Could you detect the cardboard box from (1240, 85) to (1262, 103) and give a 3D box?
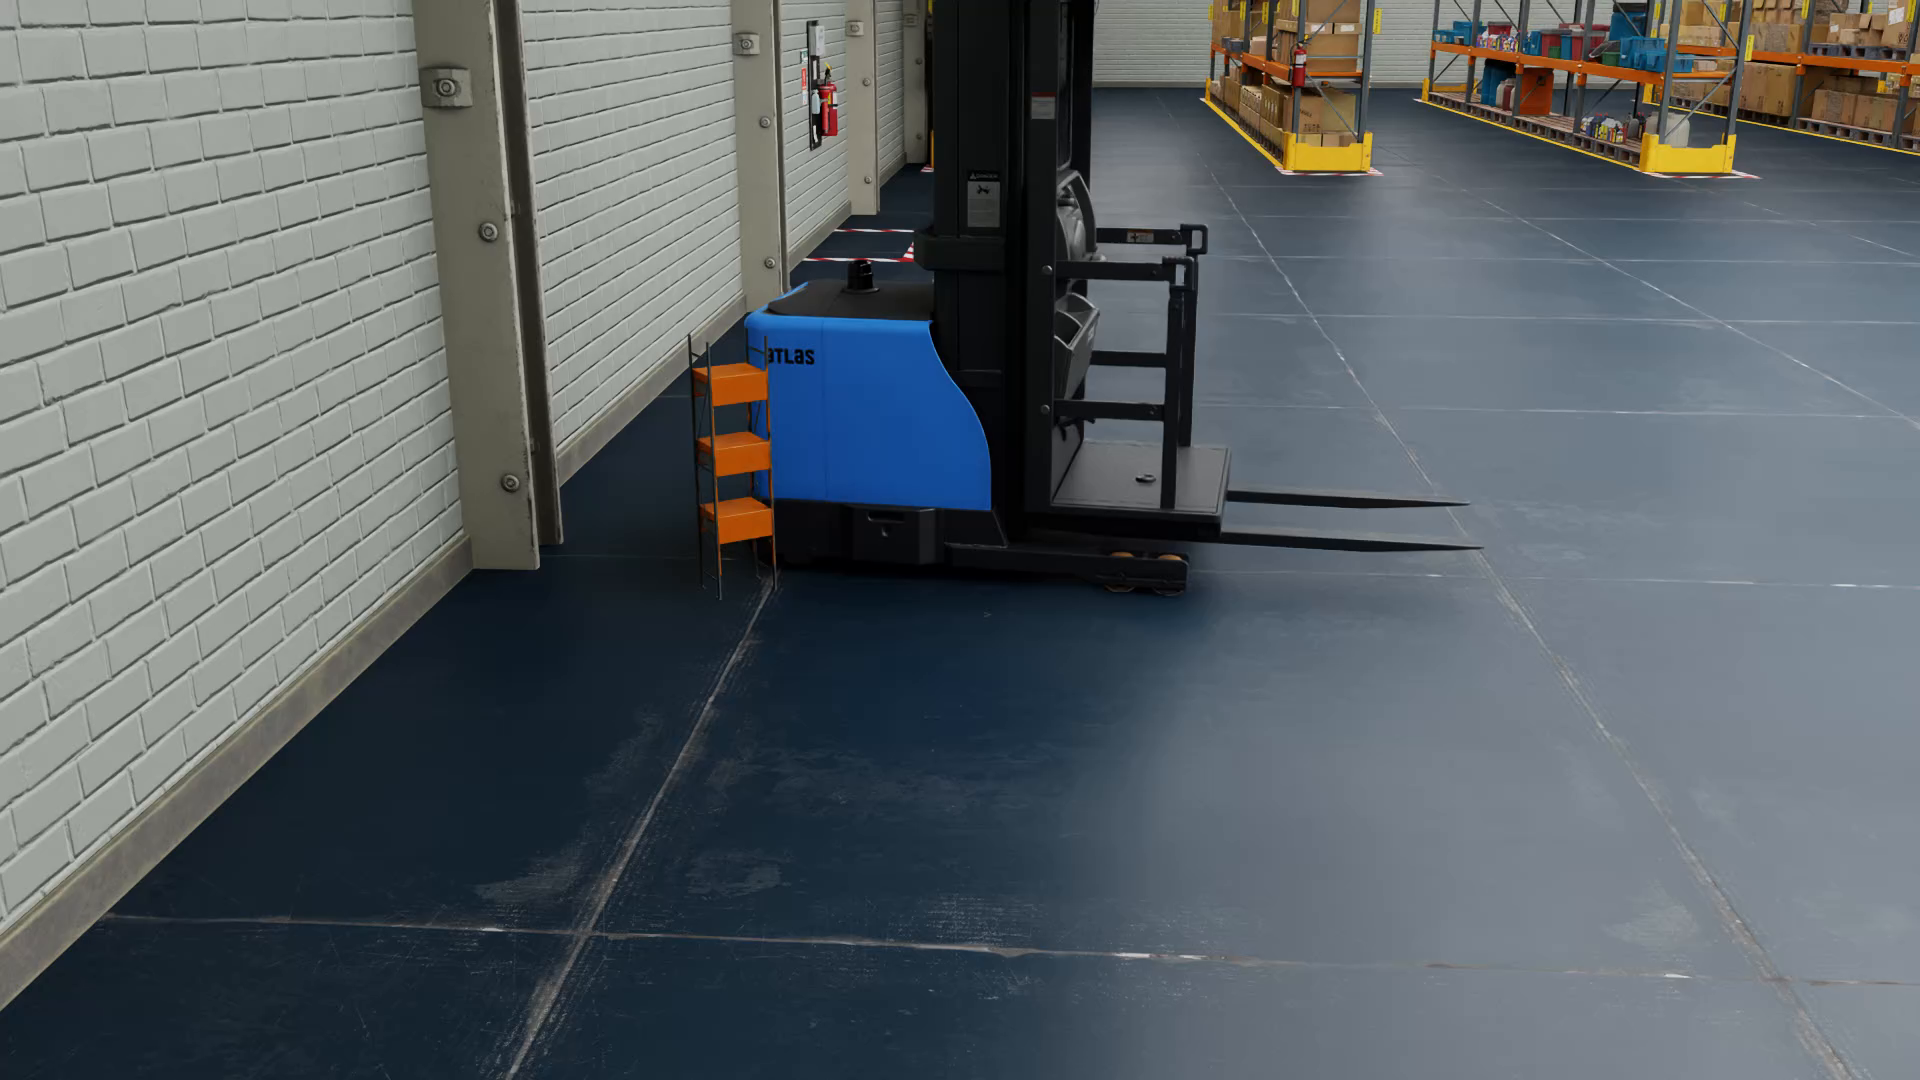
[{"bbox_3d":[5.354,-8.096,30.155,0.500,0.311,0.500,2,18,6],"label":"cardboard box"}]

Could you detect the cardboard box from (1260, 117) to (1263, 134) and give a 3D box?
[{"bbox_3d":[5.062,-6.606,26.508,0.500,0.250,0.500,1,18,4],"label":"cardboard box"}]

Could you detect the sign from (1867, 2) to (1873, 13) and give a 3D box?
[{"bbox_3d":[16.107,-9.374,29.481,0.100,0.325,0.005,1,18,4],"label":"sign"}]

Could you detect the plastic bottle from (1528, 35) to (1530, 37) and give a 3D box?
[{"bbox_3d":[11.134,-9.723,32.478,0.152,0.276,0.135,1,18,4],"label":"plastic bottle"}]

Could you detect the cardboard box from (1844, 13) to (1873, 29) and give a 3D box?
[{"bbox_3d":[15.626,-8.773,28.546,0.700,0.500,0.500,4,19,12],"label":"cardboard box"}]

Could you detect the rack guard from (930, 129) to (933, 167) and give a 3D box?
[{"bbox_3d":[0.175,-5.553,23.568,1.175,0.500,0.348,1,18,4],"label":"rack guard"}]

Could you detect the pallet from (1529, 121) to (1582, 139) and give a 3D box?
[{"bbox_3d":[10.440,-7.038,28.564,1.003,0.211,1.213,1,18,4],"label":"pallet"}]

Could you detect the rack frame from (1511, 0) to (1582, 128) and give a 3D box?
[{"bbox_3d":[10.625,-8.981,30.015,1.000,3.000,0.127,1,18,4],"label":"rack frame"}]

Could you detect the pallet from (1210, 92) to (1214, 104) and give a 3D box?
[{"bbox_3d":[6.196,-9.981,37.545,1.003,0.211,1.213,1,18,4],"label":"pallet"}]

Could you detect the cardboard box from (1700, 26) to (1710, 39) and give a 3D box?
[{"bbox_3d":[15.656,-10.487,34.373,0.500,0.250,0.500,2,18,6],"label":"cardboard box"}]

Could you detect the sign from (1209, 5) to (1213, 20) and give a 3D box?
[{"bbox_3d":[5.717,-12.001,37.841,0.100,0.325,0.005,1,18,4],"label":"sign"}]

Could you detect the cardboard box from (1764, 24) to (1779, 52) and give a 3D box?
[{"bbox_3d":[15.429,-9.393,31.111,0.500,0.500,0.500,1,18,2],"label":"cardboard box"}]

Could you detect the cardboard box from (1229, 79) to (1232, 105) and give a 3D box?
[{"bbox_3d":[5.623,-8.891,33.046,0.500,0.500,0.500,2,18,5],"label":"cardboard box"}]

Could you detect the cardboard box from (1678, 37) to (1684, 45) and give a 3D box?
[{"bbox_3d":[15.694,-10.734,35.766,0.380,0.149,0.250,1,18,3],"label":"cardboard box"}]

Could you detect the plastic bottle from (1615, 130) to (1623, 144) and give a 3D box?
[{"bbox_3d":[9.746,-5.956,24.570,0.097,0.201,0.097,0,18,0],"label":"plastic bottle"}]

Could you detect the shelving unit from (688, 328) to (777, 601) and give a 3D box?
[{"bbox_3d":[-0.909,-0.302,6.658,0.252,1.050,0.215,-11,21,-29],"label":"shelving unit"}]

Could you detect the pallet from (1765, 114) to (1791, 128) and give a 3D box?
[{"bbox_3d":[15.697,-7.789,30.854,1.003,0.211,1.213,1,18,4],"label":"pallet"}]

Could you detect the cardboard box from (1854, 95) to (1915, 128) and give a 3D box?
[{"bbox_3d":[15.436,-7.161,27.768,0.700,0.500,0.500,0,18,-1],"label":"cardboard box"}]

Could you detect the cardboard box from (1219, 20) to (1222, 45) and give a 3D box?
[{"bbox_3d":[5.821,-10.863,35.599,0.500,0.500,0.500,2,18,5],"label":"cardboard box"}]

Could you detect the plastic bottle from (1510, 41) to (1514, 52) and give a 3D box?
[{"bbox_3d":[10.278,-9.159,30.877,0.097,0.201,0.097,0,18,0],"label":"plastic bottle"}]

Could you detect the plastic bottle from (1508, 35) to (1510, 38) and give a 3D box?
[{"bbox_3d":[10.467,-9.470,31.694,0.061,0.283,0.133,1,18,4],"label":"plastic bottle"}]

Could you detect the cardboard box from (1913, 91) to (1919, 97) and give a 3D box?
[{"bbox_3d":[20.618,-9.508,35.527,0.380,0.149,0.250,0,18,1],"label":"cardboard box"}]

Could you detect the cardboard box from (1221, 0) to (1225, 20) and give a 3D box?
[{"bbox_3d":[5.783,-11.180,34.959,0.500,0.500,0.500,1,18,3],"label":"cardboard box"}]

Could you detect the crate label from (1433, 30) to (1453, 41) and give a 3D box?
[{"bbox_3d":[10.852,-11.345,37.403,0.416,0.233,0.303,1,18,4],"label":"crate label"}]

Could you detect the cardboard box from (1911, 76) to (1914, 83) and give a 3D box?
[{"bbox_3d":[20.721,-9.943,35.898,0.380,0.149,0.250,0,18,1],"label":"cardboard box"}]

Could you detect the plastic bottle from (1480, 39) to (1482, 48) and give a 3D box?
[{"bbox_3d":[10.460,-9.947,33.282,0.097,0.201,0.097,0,18,0],"label":"plastic bottle"}]

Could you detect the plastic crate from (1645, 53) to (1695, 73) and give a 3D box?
[{"bbox_3d":[9.789,-6.588,22.950,0.499,0.251,0.616,1,18,4],"label":"plastic crate"}]

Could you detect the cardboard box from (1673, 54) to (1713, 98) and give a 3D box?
[{"bbox_3d":[16.107,-10.062,36.051,0.875,0.875,0.875,1,18,4],"label":"cardboard box"}]

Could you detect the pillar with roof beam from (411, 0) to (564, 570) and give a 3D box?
[{"bbox_3d":[2.361,-4.119,5.541,9.100,9.000,0.400,1,18,4],"label":"pillar with roof beam"}]

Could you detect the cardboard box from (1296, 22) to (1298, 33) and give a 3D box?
[{"bbox_3d":[5.004,-7.326,23.760,0.380,0.149,0.250,2,18,5],"label":"cardboard box"}]

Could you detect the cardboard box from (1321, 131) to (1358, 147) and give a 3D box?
[{"bbox_3d":[5.371,-5.663,23.629,0.500,0.250,0.500,1,18,4],"label":"cardboard box"}]

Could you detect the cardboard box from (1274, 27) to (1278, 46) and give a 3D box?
[{"bbox_3d":[5.507,-8.300,27.775,0.500,0.500,0.500,3,18,8],"label":"cardboard box"}]

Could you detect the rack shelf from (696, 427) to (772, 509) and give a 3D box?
[{"bbox_3d":[-0.909,-0.292,6.661,0.240,0.259,0.215,-11,21,-29],"label":"rack shelf"}]

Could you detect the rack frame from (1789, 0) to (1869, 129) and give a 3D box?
[{"bbox_3d":[15.565,-8.871,29.677,1.000,3.000,0.127,1,18,4],"label":"rack frame"}]

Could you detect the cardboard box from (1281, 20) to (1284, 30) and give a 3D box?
[{"bbox_3d":[5.133,-7.888,25.475,0.380,0.149,0.250,1,18,3],"label":"cardboard box"}]

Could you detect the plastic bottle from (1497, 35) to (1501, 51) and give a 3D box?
[{"bbox_3d":[10.333,-9.515,31.830,0.061,0.283,0.133,1,18,4],"label":"plastic bottle"}]

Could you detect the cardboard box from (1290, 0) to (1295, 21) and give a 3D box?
[{"bbox_3d":[5.264,-7.909,24.499,0.700,0.500,0.500,1,18,4],"label":"cardboard box"}]

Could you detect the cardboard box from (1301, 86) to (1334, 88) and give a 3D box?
[{"bbox_3d":[5.535,-6.796,25.883,0.500,0.500,0.500,1,18,4],"label":"cardboard box"}]

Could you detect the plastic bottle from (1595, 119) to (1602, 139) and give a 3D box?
[{"bbox_3d":[9.799,-6.307,25.508,0.061,0.283,0.133,2,18,6],"label":"plastic bottle"}]

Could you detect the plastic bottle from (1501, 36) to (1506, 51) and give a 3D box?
[{"bbox_3d":[10.310,-9.416,31.529,0.061,0.283,0.133,1,18,4],"label":"plastic bottle"}]

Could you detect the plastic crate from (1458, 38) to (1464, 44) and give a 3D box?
[{"bbox_3d":[10.724,-10.475,34.919,0.437,0.125,0.590,1,18,4],"label":"plastic crate"}]

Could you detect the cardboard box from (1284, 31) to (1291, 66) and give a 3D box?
[{"bbox_3d":[5.301,-7.440,25.152,0.700,0.500,0.500,2,18,5],"label":"cardboard box"}]

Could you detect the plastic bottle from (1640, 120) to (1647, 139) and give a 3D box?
[{"bbox_3d":[10.421,-6.242,25.313,0.061,0.283,0.133,1,18,4],"label":"plastic bottle"}]

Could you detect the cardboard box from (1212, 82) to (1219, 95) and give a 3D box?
[{"bbox_3d":[5.864,-10.007,36.854,0.500,0.250,0.500,1,18,4],"label":"cardboard box"}]

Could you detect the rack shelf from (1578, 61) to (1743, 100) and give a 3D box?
[{"bbox_3d":[10.195,-6.776,24.440,1.077,0.370,4.000,1,18,4],"label":"rack shelf"}]

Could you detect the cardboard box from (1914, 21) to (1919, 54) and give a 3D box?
[{"bbox_3d":[15.184,-7.679,25.402,0.875,0.500,0.500,1,18,4],"label":"cardboard box"}]

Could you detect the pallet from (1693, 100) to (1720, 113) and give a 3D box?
[{"bbox_3d":[15.984,-9.022,34.618,1.003,0.211,1.213,1,18,4],"label":"pallet"}]

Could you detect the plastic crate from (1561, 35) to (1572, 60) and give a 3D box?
[{"bbox_3d":[10.107,-8.081,27.293,0.392,0.384,0.575,1,18,4],"label":"plastic crate"}]

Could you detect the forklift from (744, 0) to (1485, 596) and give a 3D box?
[{"bbox_3d":[0.667,-1.345,6.820,3.031,2.935,1.130,4,18,11],"label":"forklift"}]

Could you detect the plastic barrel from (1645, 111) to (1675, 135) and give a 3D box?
[{"bbox_3d":[10.058,-5.876,23.858,0.421,0.512,0.421,0,18,0],"label":"plastic barrel"}]

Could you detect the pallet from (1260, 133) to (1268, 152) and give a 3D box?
[{"bbox_3d":[5.299,-6.279,26.248,1.003,0.211,1.213,1,18,4],"label":"pallet"}]

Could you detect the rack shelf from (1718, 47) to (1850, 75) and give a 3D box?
[{"bbox_3d":[15.708,-9.150,31.685,1.077,0.370,4.000,1,18,4],"label":"rack shelf"}]

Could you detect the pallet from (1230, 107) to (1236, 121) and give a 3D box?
[{"bbox_3d":[5.866,-8.377,32.648,1.003,0.211,1.213,1,18,4],"label":"pallet"}]

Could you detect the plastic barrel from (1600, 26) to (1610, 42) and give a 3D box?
[{"bbox_3d":[10.625,-8.096,27.094,0.433,0.535,0.433,0,18,0],"label":"plastic barrel"}]

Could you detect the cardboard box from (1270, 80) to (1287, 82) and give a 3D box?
[{"bbox_3d":[6.107,-8.730,32.555,0.500,0.500,0.500,1,18,2],"label":"cardboard box"}]

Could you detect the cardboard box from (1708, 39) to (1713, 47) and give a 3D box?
[{"bbox_3d":[15.565,-10.176,34.064,0.380,0.149,0.250,2,18,5],"label":"cardboard box"}]

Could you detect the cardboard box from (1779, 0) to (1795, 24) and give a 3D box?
[{"bbox_3d":[15.683,-9.824,30.815,0.797,0.503,0.637,2,18,5],"label":"cardboard box"}]

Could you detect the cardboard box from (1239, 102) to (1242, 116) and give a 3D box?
[{"bbox_3d":[5.354,-7.830,30.242,0.500,0.250,0.500,1,18,4],"label":"cardboard box"}]

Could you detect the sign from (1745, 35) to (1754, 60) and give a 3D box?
[{"bbox_3d":[10.600,-6.614,22.347,0.100,0.325,0.005,1,18,4],"label":"sign"}]
